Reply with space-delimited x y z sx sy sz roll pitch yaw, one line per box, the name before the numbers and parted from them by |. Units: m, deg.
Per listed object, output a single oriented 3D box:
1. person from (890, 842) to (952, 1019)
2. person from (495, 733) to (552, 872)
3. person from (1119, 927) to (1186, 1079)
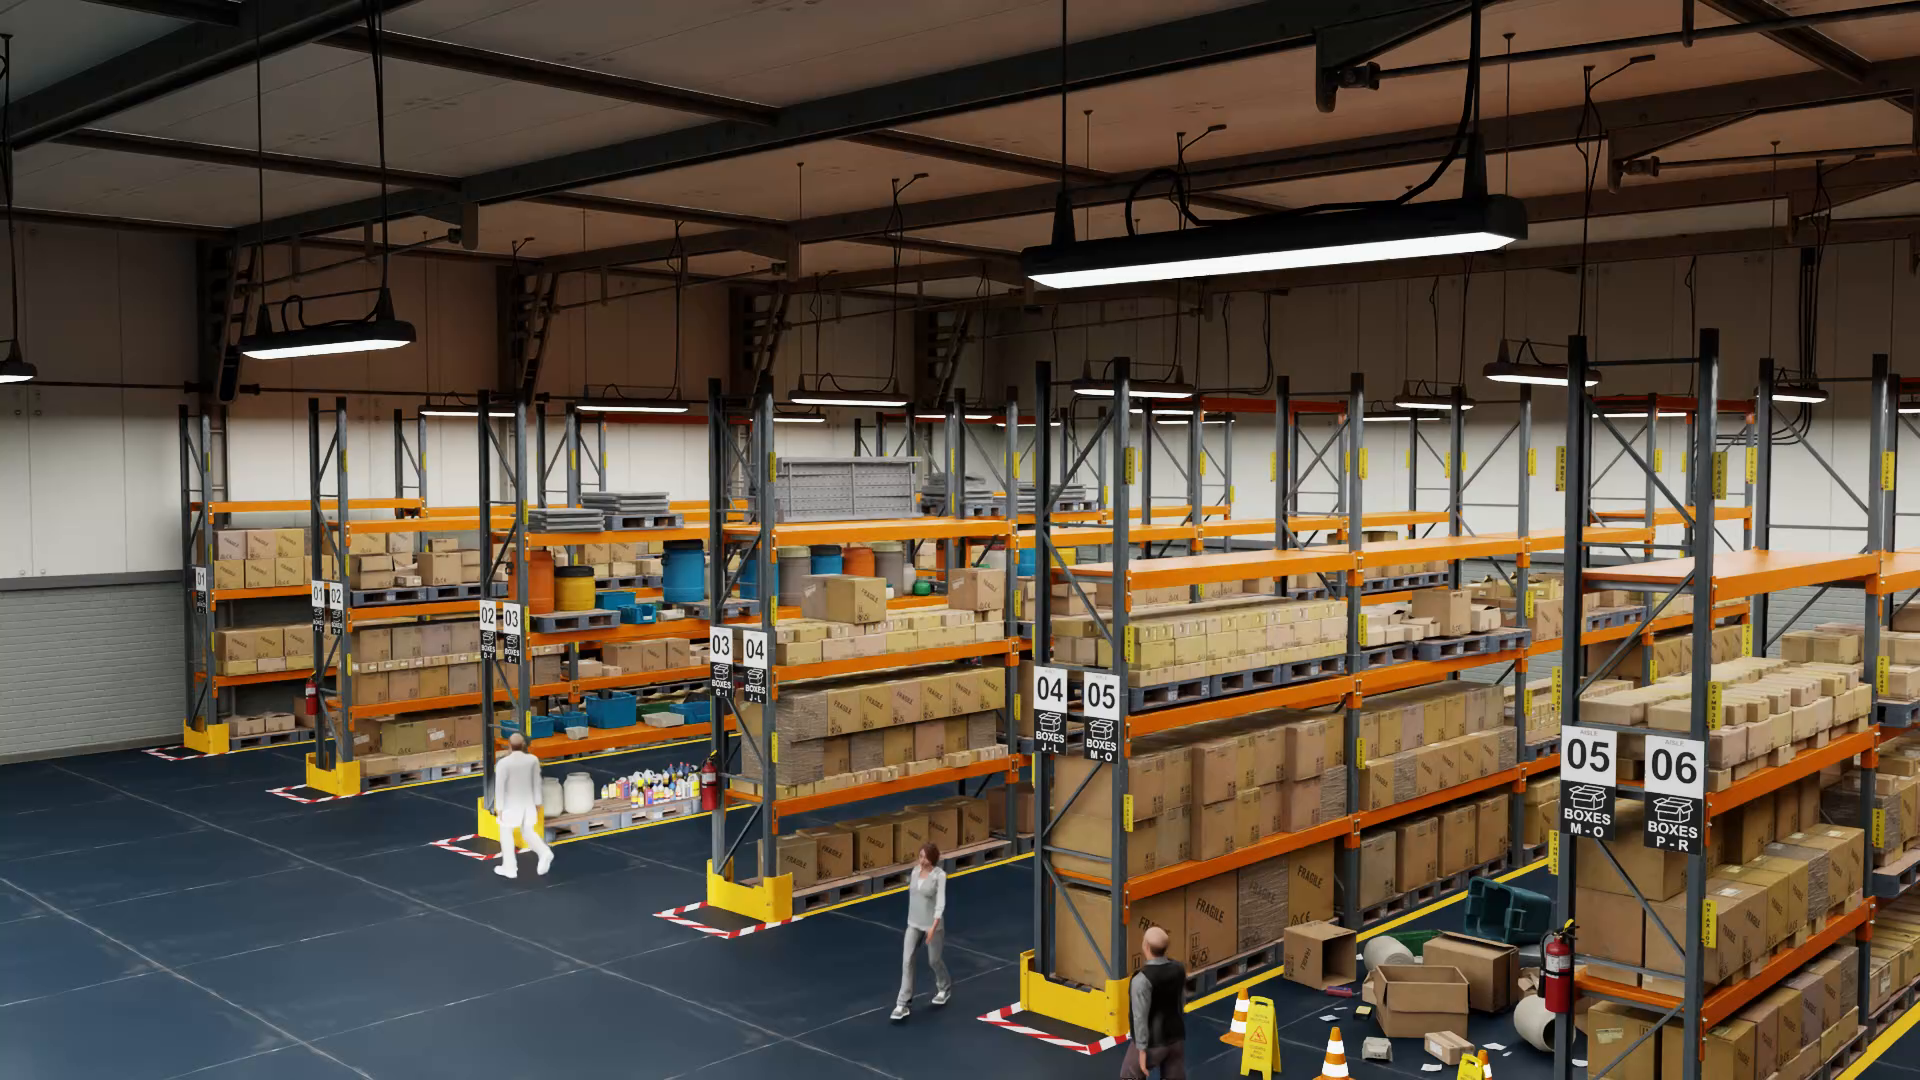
person | -0.326 3.561 15.288 0.426 1.548 0.817 2 3 29
person | -5.280 3.177 20.062 0.676 1.683 0.576 3 4 40
person | 1.458 3.675 12.148 0.999 1.686 0.542 3 4 45
